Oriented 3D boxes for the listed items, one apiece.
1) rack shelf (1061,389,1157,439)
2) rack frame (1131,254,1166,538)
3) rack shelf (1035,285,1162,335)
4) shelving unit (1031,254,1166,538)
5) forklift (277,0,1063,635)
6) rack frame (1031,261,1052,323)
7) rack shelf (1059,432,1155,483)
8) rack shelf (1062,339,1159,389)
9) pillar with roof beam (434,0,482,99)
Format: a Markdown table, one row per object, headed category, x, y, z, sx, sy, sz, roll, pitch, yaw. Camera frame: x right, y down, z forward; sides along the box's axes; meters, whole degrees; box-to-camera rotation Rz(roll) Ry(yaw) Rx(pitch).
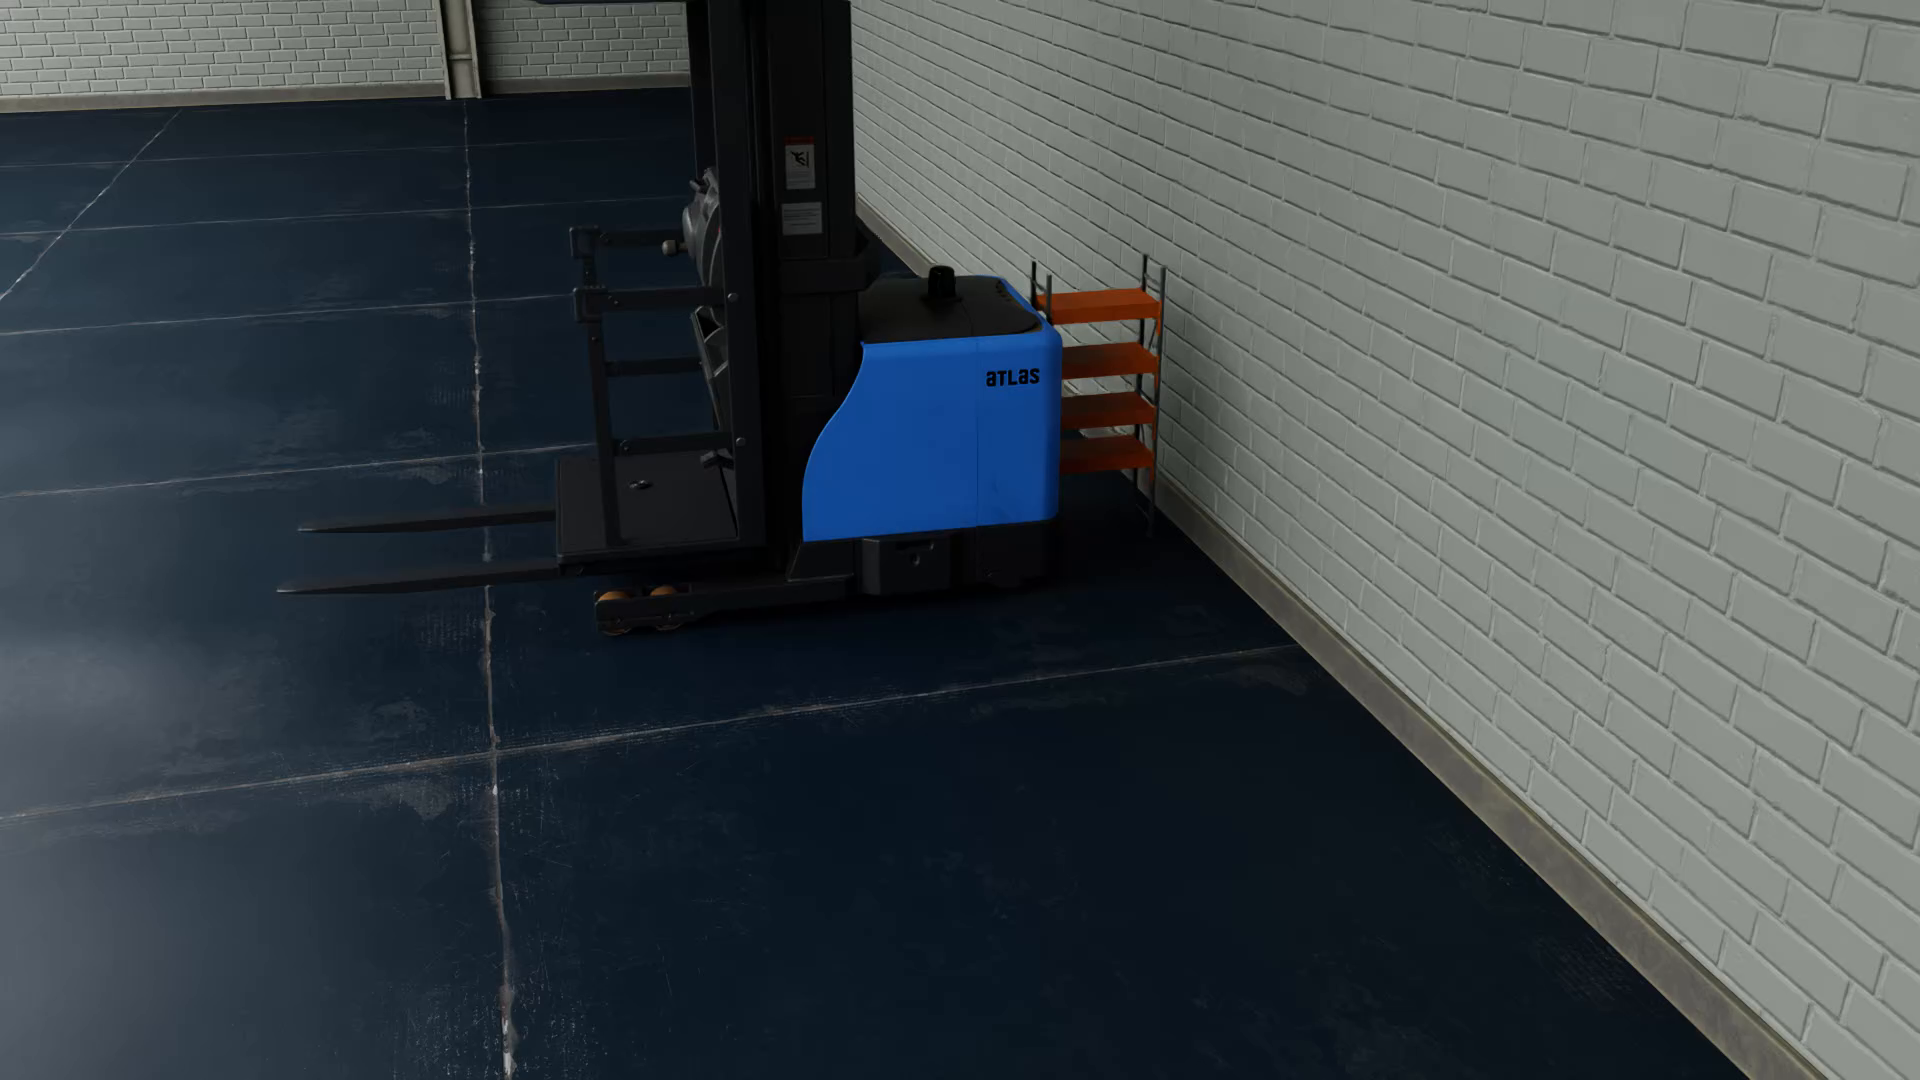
| category | x | y | z | sx | sy | sz | roll | pitch | yaw |
| --- | --- | --- | --- | --- | --- | --- | --- | --- | --- |
| rack shelf | 0.570 | -0.521 | 7.114 | 0.480 | 0.148 | 0.258 | -6 | 24 | -13 |
| rack frame | 0.806 | -0.607 | 7.142 | 0.015 | 1.200 | 0.240 | -6 | 24 | -13 |
| rack shelf | 0.570 | -0.944 | 6.932 | 0.480 | 0.148 | 0.258 | -6 | 24 | -13 |
| shelving unit | 0.570 | -0.583 | 7.087 | 0.503 | 1.200 | 0.258 | -6 | 24 | -13 |
| forklift | -1.161 | -1.209 | 6.352 | 3.031 | 2.935 | 1.130 | -5 | 24 | -12 |
| rack frame | 0.333 | -0.559 | 7.032 | 0.015 | 1.200 | 0.240 | -6 | 24 | -13 |
| rack shelf | 0.570 | -0.339 | 7.192 | 0.480 | 0.148 | 0.258 | -6 | 24 | -13 |
| rack shelf | 0.570 | -0.727 | 7.026 | 0.480 | 0.148 | 0.258 | -6 | 24 | -13 |
| pillar with roof beam | -4.544 | -7.602 | 13.556 | 0.400 | 9.000 | 9.100 | -6 | 24 | -14 |
